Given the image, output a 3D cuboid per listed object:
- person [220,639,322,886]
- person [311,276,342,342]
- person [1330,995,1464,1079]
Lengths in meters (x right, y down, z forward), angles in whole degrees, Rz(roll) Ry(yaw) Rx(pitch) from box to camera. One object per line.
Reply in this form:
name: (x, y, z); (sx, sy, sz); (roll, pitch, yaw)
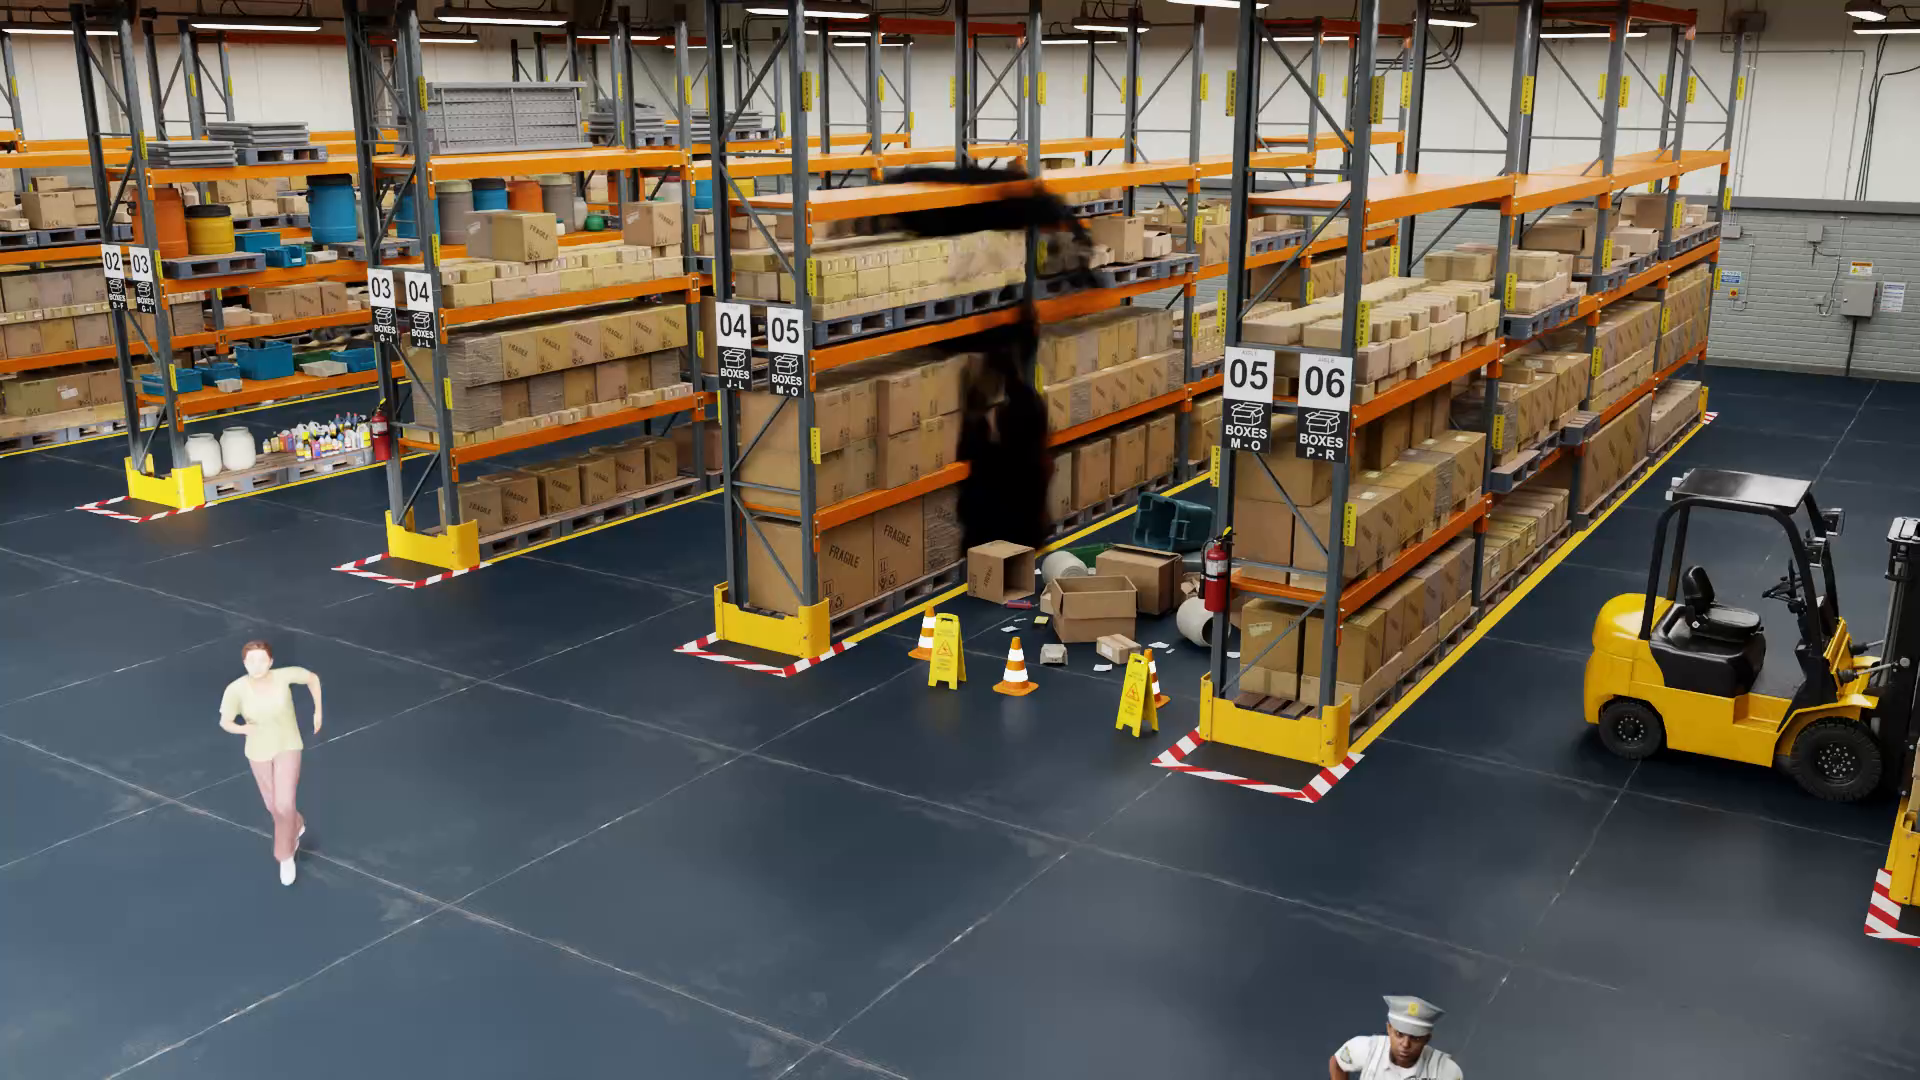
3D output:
person: (-4.533, 1.419, 11.019); (0.601, 1.675, 0.798); (-4, 16, -15)
person: (-11.708, -4.121, 30.629); (0.692, 1.781, 0.922); (9, 18, 30)
person: (1.777, 2.576, 6.828); (0.571, 1.653, 0.653); (4, 16, 15)
